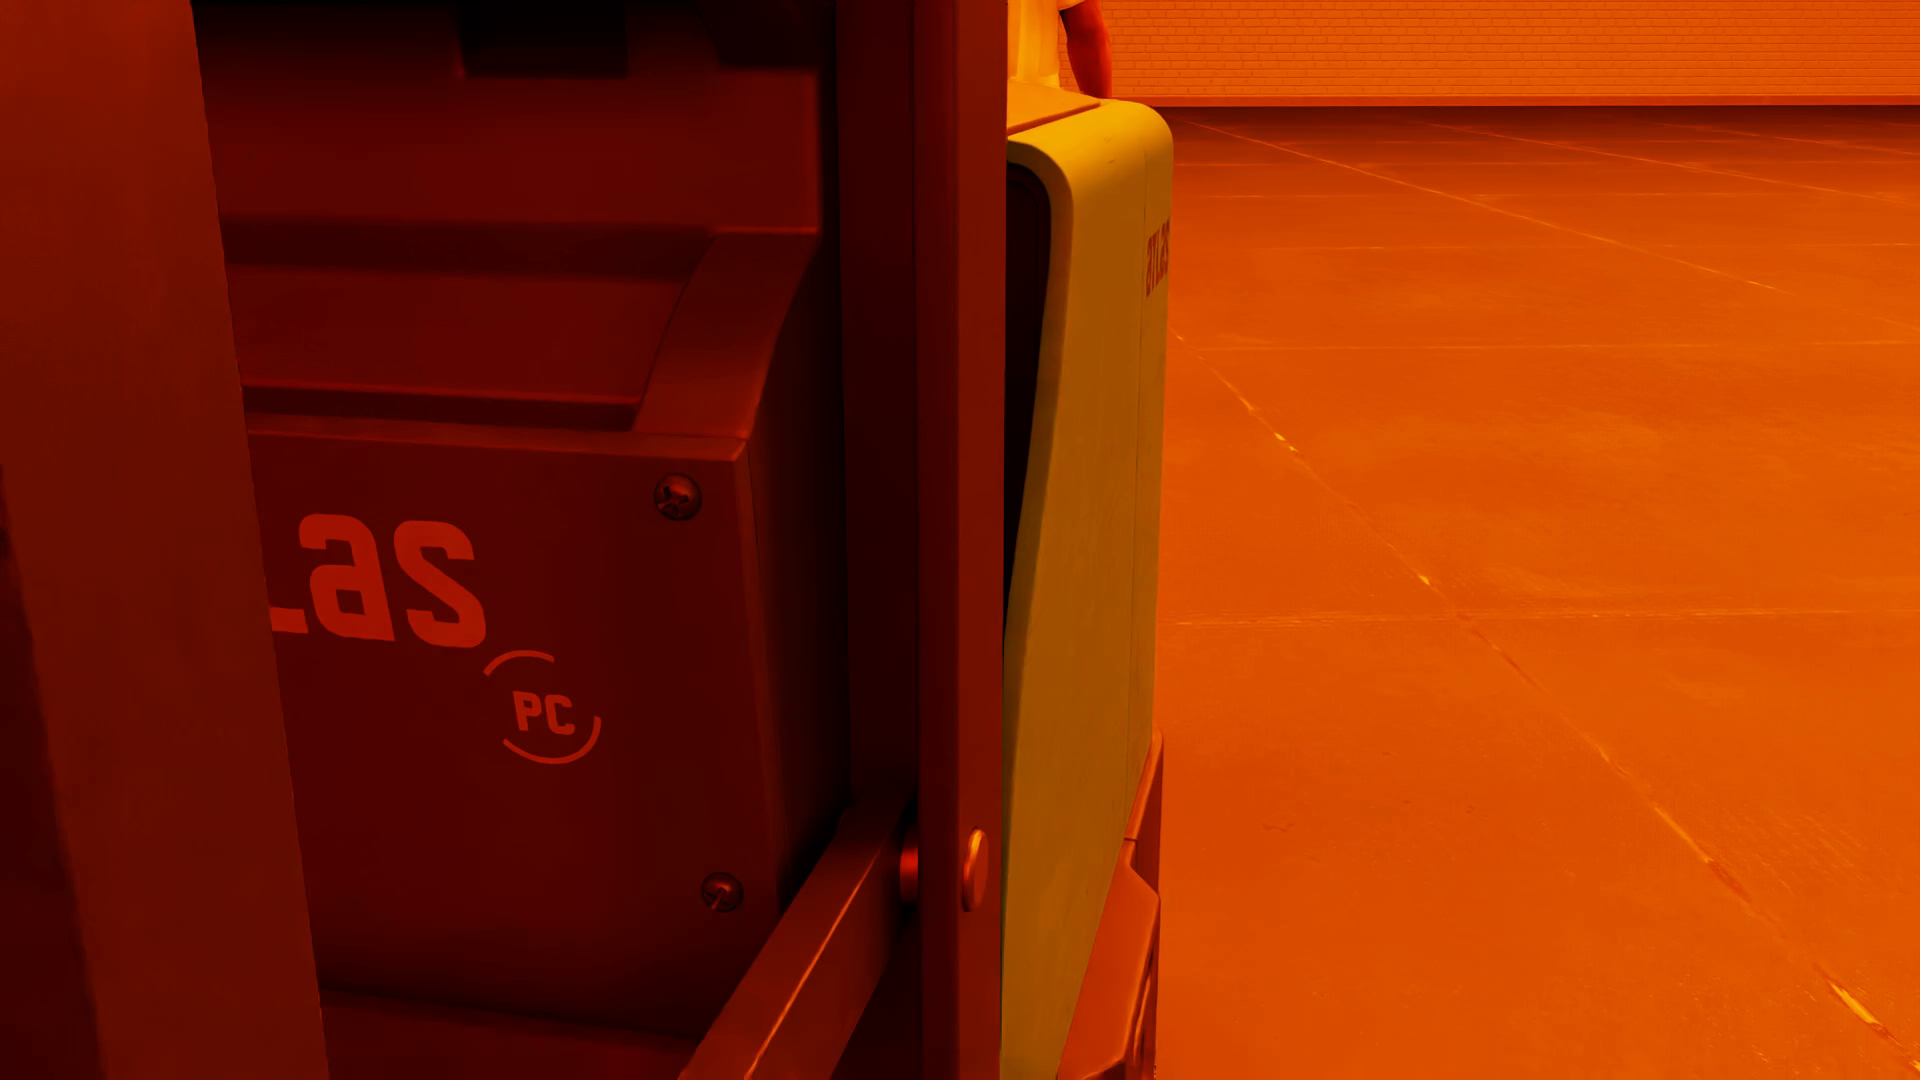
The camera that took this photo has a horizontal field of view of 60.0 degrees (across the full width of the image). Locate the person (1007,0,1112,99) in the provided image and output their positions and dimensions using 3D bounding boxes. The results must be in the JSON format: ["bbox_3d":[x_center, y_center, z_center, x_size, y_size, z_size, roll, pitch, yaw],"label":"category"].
[{"bbox_3d":[0.003,-0.872,3.724,0.665,1.765,0.577,-1,17,-3],"label":"person"}]

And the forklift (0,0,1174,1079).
[{"bbox_3d":[-0.573,-0.489,0.507,1.130,2.935,3.031,4,17,12],"label":"forklift"}]
